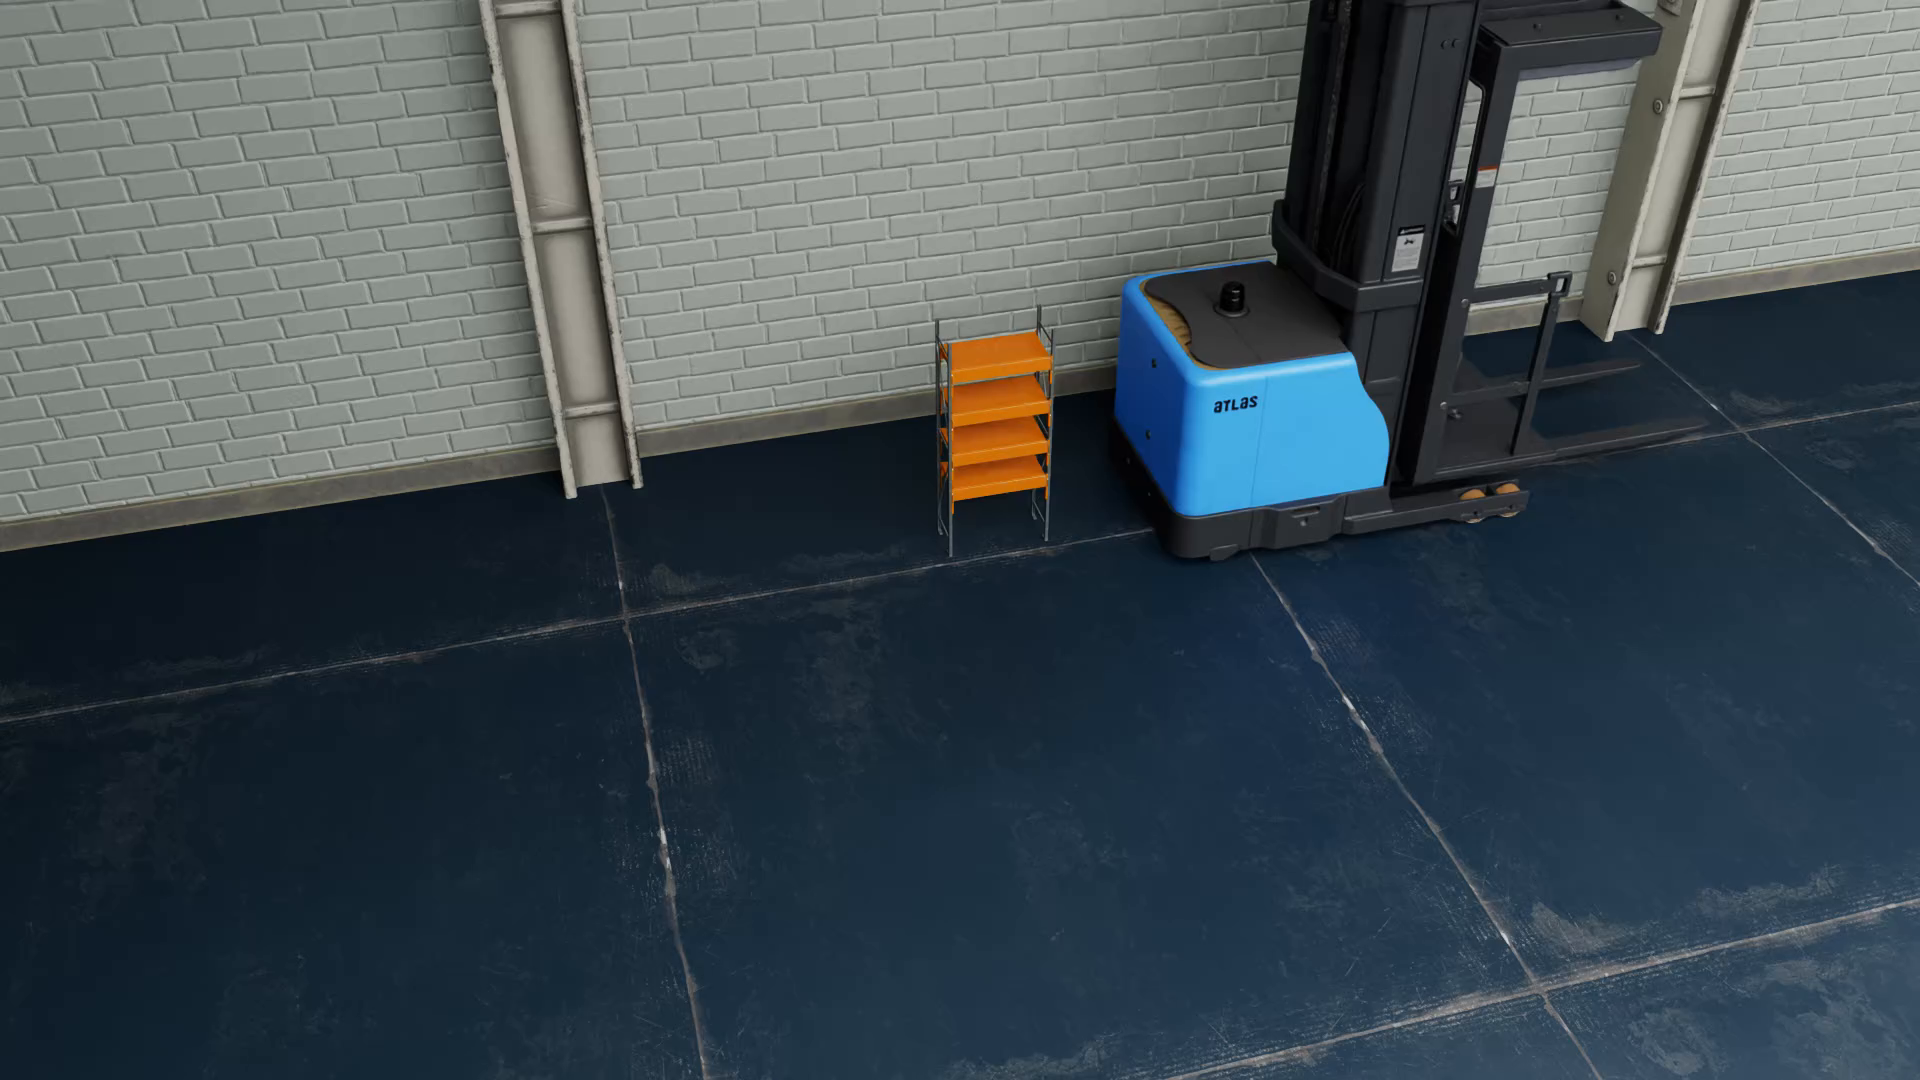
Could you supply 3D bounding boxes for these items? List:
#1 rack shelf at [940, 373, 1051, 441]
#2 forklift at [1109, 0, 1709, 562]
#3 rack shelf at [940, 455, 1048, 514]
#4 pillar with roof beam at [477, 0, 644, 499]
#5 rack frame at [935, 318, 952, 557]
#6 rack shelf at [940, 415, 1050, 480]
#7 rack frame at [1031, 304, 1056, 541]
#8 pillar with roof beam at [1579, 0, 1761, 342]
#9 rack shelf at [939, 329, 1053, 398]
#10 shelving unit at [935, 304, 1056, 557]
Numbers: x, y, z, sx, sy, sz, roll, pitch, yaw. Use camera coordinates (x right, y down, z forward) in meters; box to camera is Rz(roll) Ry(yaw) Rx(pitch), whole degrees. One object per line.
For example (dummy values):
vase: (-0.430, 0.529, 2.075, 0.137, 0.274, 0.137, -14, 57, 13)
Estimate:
rack shelf: (0.160, -0.627, 7.804, 0.480, 0.148, 0.258, -9, 38, -12)
forklift: (2.355, -1.550, 7.843, 3.031, 2.935, 1.130, -9, 38, -12)
rack shelf: (0.160, -0.292, 8.061, 0.480, 0.148, 0.258, -9, 38, -12)
pillar with roof beam: (-0.743, -1.381, 2.629, 0.400, 9.000, 9.100, -9, 38, -12)
rack frame: (-0.076, -0.464, 7.849, 0.015, 1.200, 0.240, -9, 38, -12)
rack shelf: (0.160, -0.449, 7.940, 0.480, 0.148, 0.258, -9, 38, -12)
rack frame: (0.395, -0.541, 7.950, 0.015, 1.200, 0.240, -9, 38, -12)
pillar with roof beam: (5.050, -2.332, 3.871, 0.400, 9.000, 9.100, -9, 38, -12)
rack shelf: (0.160, -0.815, 7.660, 0.480, 0.148, 0.258, -9, 38, -12)
shelving unit: (0.160, -0.503, 7.899, 0.503, 1.200, 0.258, -9, 38, -12)
